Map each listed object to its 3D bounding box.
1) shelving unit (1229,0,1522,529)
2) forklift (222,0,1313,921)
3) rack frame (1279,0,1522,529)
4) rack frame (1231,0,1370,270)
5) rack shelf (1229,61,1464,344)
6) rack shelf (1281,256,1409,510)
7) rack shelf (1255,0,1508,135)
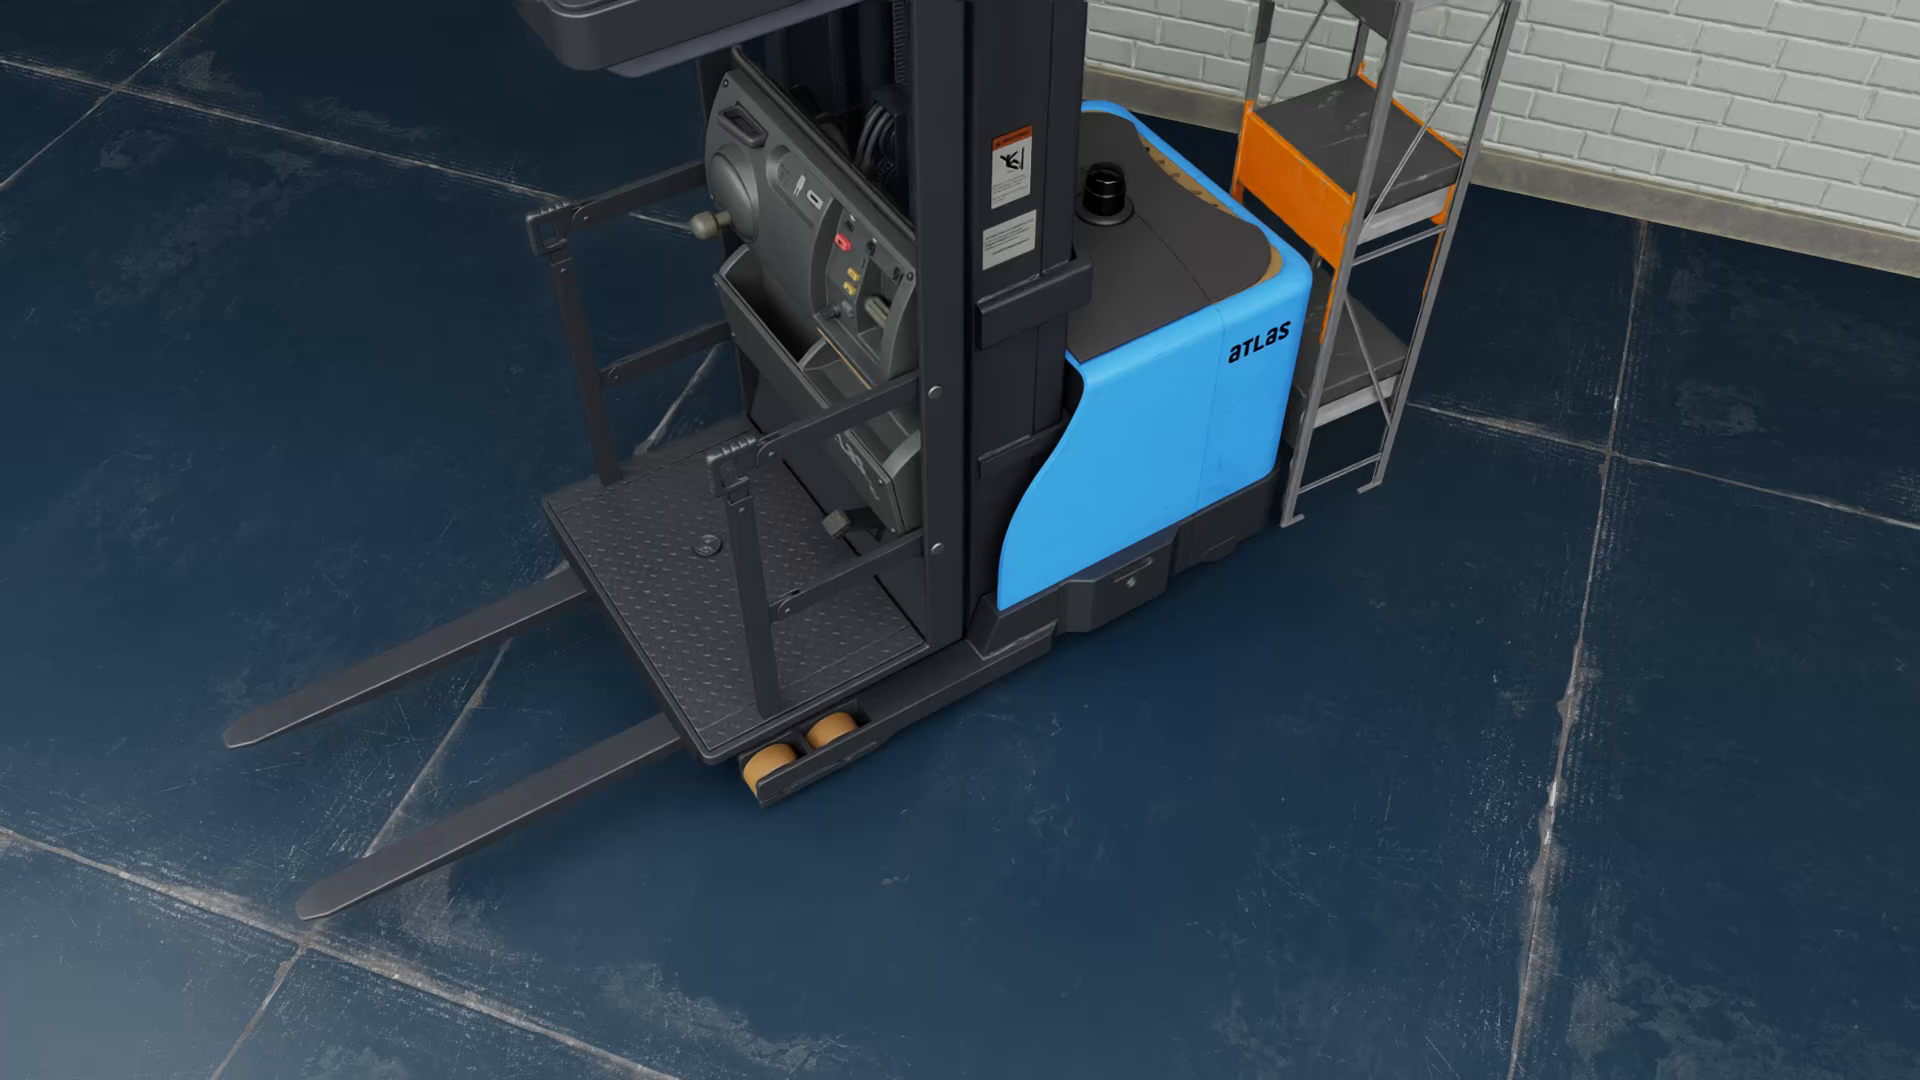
[{"bbox_3d":[1.081,-0.965,4.694,0.431,2.100,0.503,-23,53,-19],"label":"shelving unit"},{"bbox_3d":[-0.545,-0.696,3.914,3.031,2.935,1.130,-26,54,-21],"label":"forklift"},{"bbox_3d":[1.201,-0.805,4.555,0.400,2.100,0.015,-23,53,-19],"label":"rack frame"},{"bbox_3d":[0.961,-1.126,4.833,0.400,2.100,0.015,-23,53,-19],"label":"rack frame"},{"bbox_3d":[1.081,-0.956,4.704,0.431,0.518,0.480,-23,53,-19],"label":"rack shelf"},{"bbox_3d":[1.075,-0.496,5.231,0.431,0.518,0.480,-23,53,-19],"label":"rack shelf"},{"bbox_3d":[1.086,-1.417,4.177,0.431,0.518,0.480,-23,53,-19],"label":"rack shelf"}]
